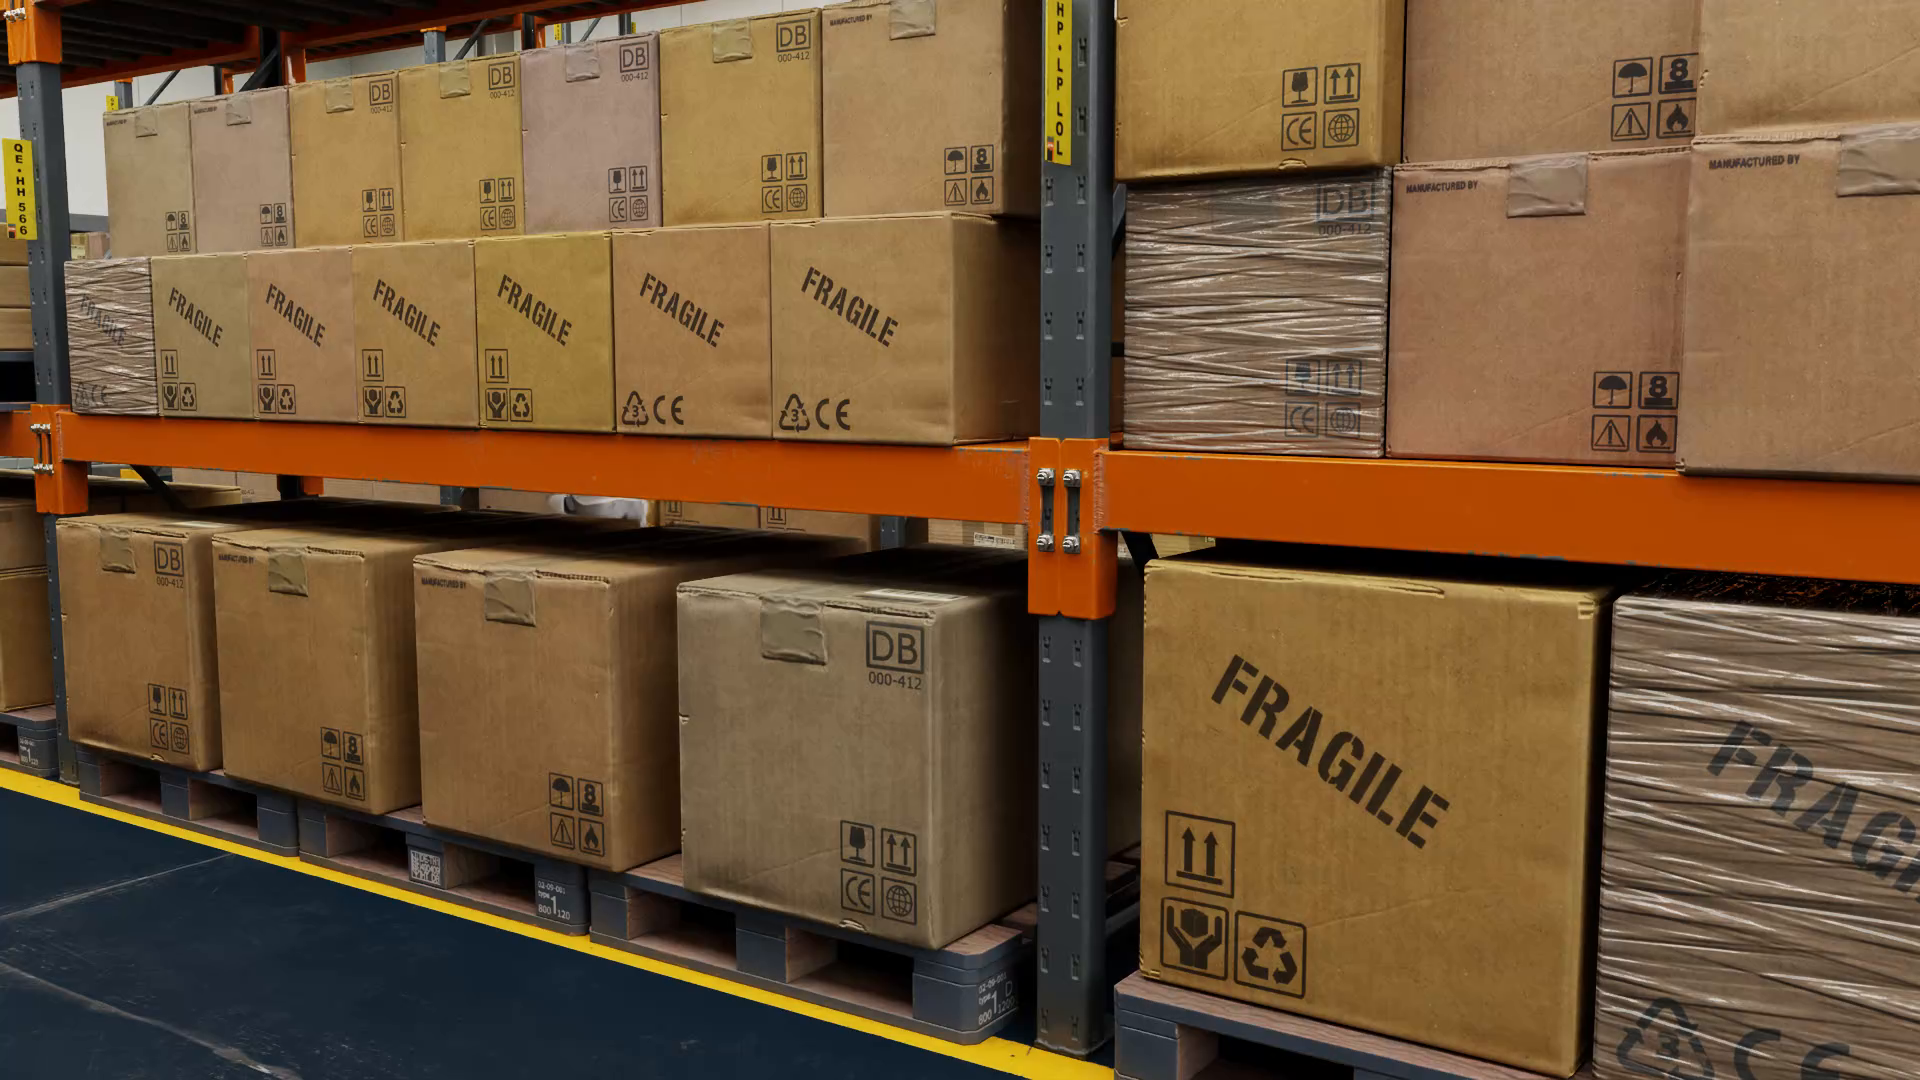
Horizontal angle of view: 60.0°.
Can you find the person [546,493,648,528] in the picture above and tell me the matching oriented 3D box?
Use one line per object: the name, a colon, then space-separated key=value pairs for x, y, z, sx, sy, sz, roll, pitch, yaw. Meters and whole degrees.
person: x=-1.480 y=-0.105 z=6.943 sx=0.938 sy=1.624 sz=0.488 roll=5 pitch=8 yaw=35
